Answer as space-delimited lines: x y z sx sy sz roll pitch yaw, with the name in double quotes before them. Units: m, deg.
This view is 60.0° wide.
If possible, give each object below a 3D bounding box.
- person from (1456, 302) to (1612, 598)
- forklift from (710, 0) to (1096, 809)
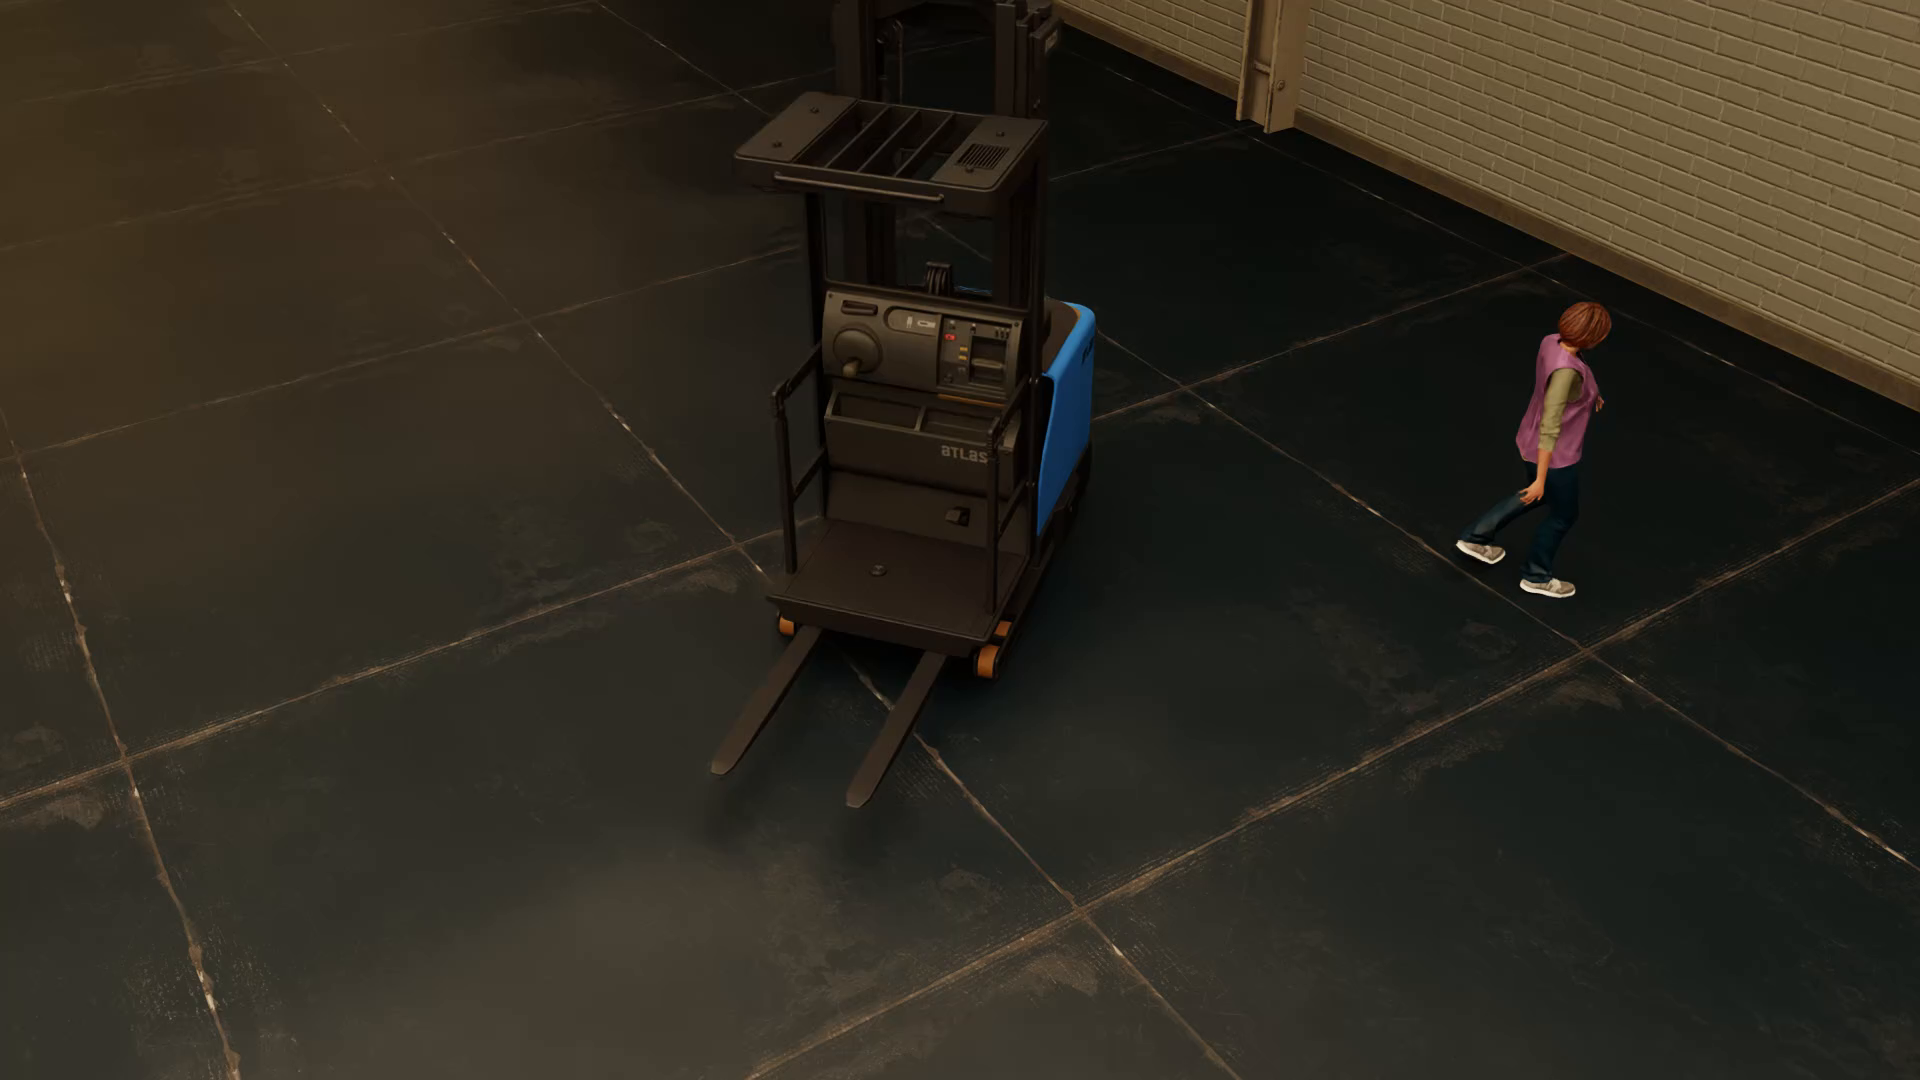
"person" 2.809 -0.419 7.929 0.628 1.581 0.722 2 35 3
"forklift" -0.242 -0.812 7.304 1.130 2.935 3.031 11 37 15
